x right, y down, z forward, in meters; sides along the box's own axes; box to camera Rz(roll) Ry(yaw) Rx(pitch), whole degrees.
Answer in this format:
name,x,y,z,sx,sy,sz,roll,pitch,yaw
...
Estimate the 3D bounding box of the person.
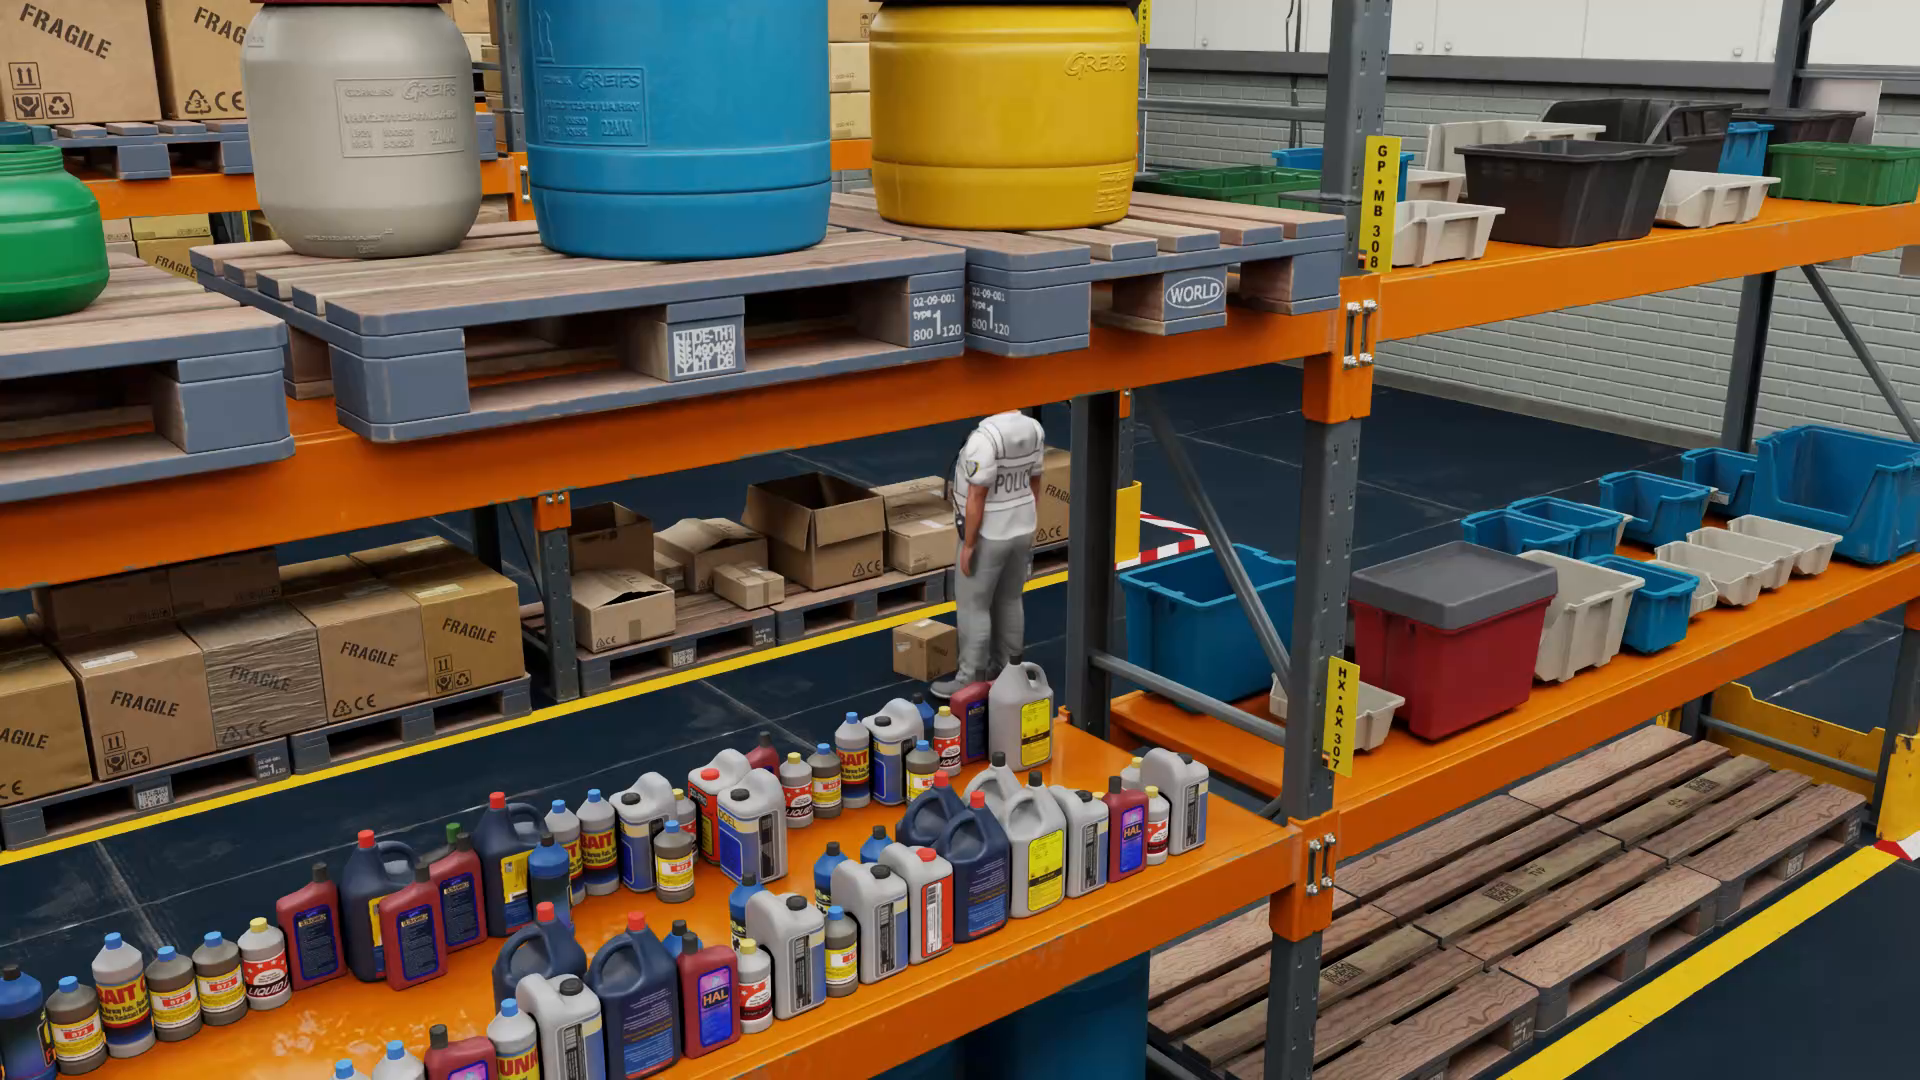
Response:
name,x,y,z,sx,sy,sz,roll,pitch,yaw
person,0.155,-0.030,8.598,0.457,1.752,0.546,15,23,40
